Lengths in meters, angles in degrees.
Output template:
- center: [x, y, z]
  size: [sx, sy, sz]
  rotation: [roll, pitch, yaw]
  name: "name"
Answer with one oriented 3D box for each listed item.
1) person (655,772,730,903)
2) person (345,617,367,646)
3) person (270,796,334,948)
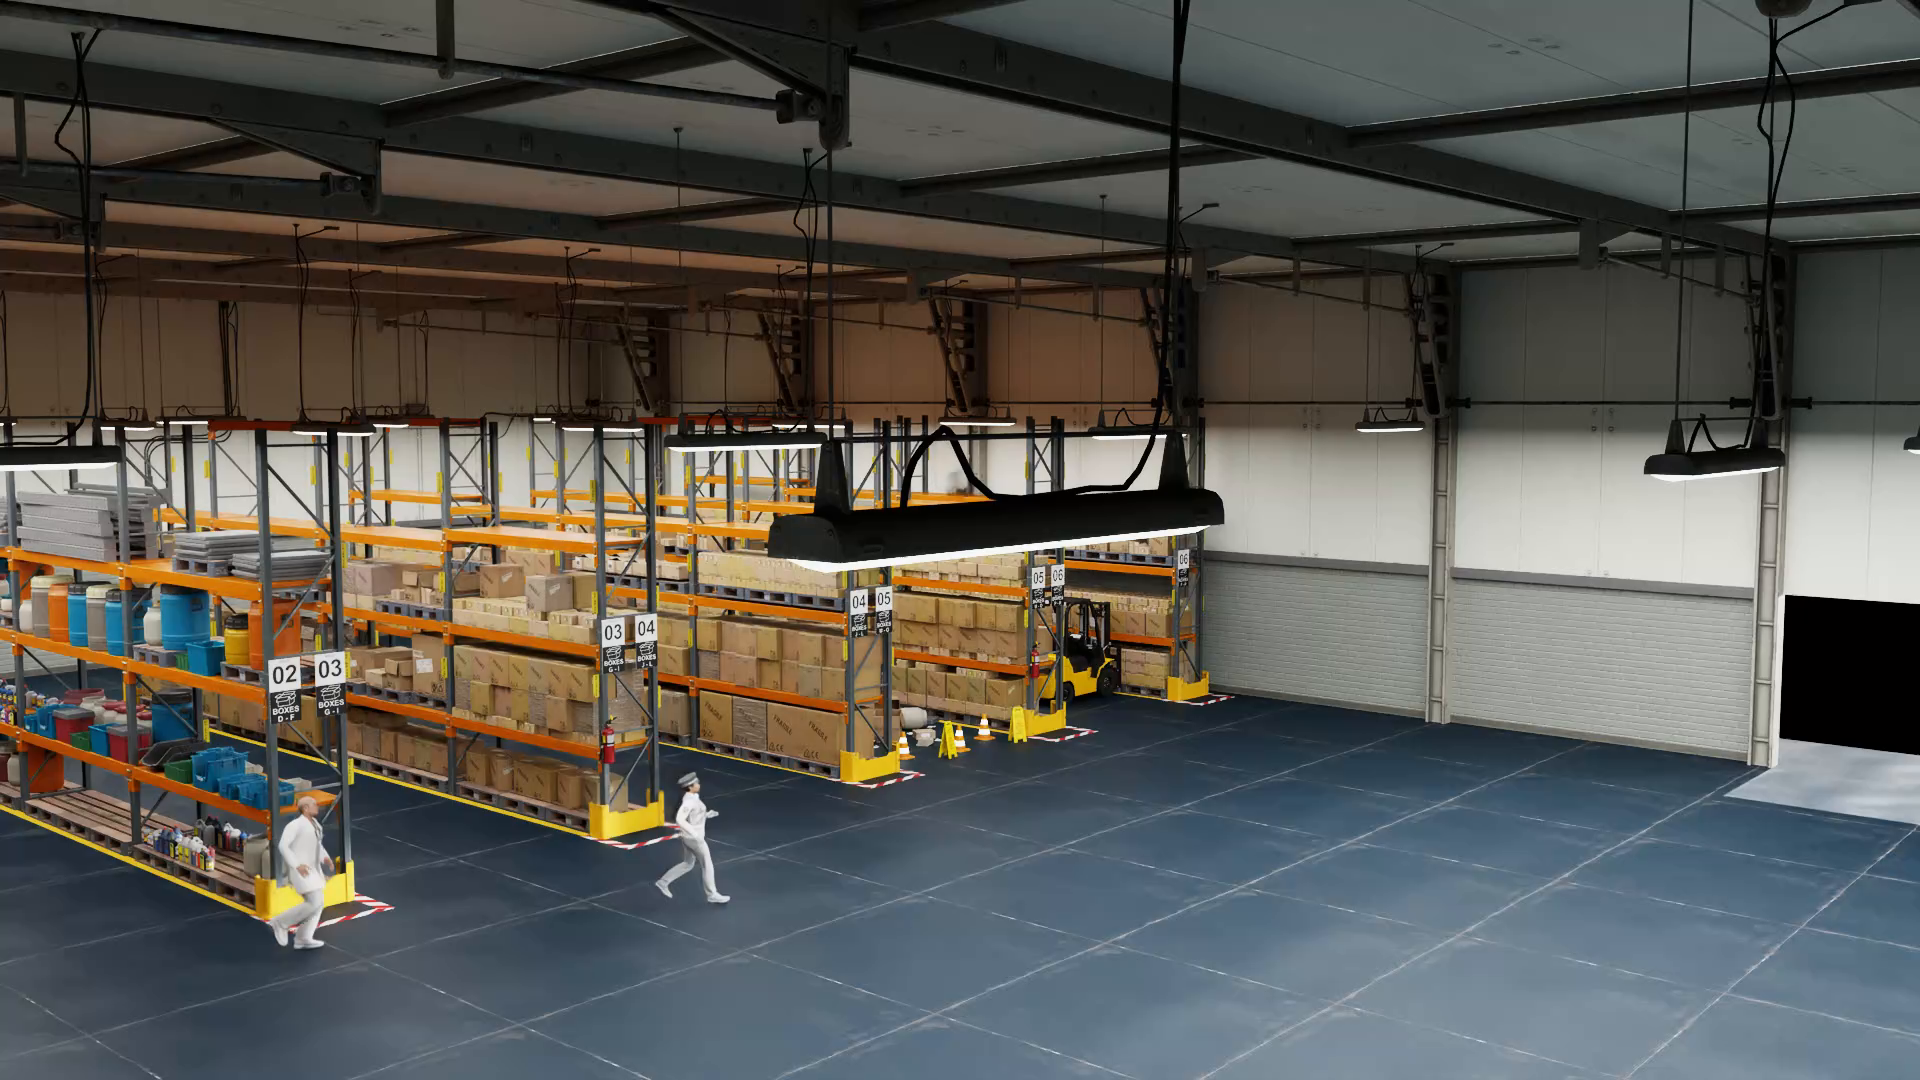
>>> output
- center: [-3.367, 3.736, 20.879]
  size: [0.929, 1.672, 0.618]
  rotation: [-1, 5, -16]
  name: "person"
- center: [-14.292, 2.198, 39.517]
  size: [0.567, 1.661, 0.915]
  rotation: [3, 5, 30]
  name: "person"
- center: [-7.662, 3.863, 19.440]
  size: [0.611, 1.722, 0.736]
  rotation: [0, 5, 2]
  name: "person"
